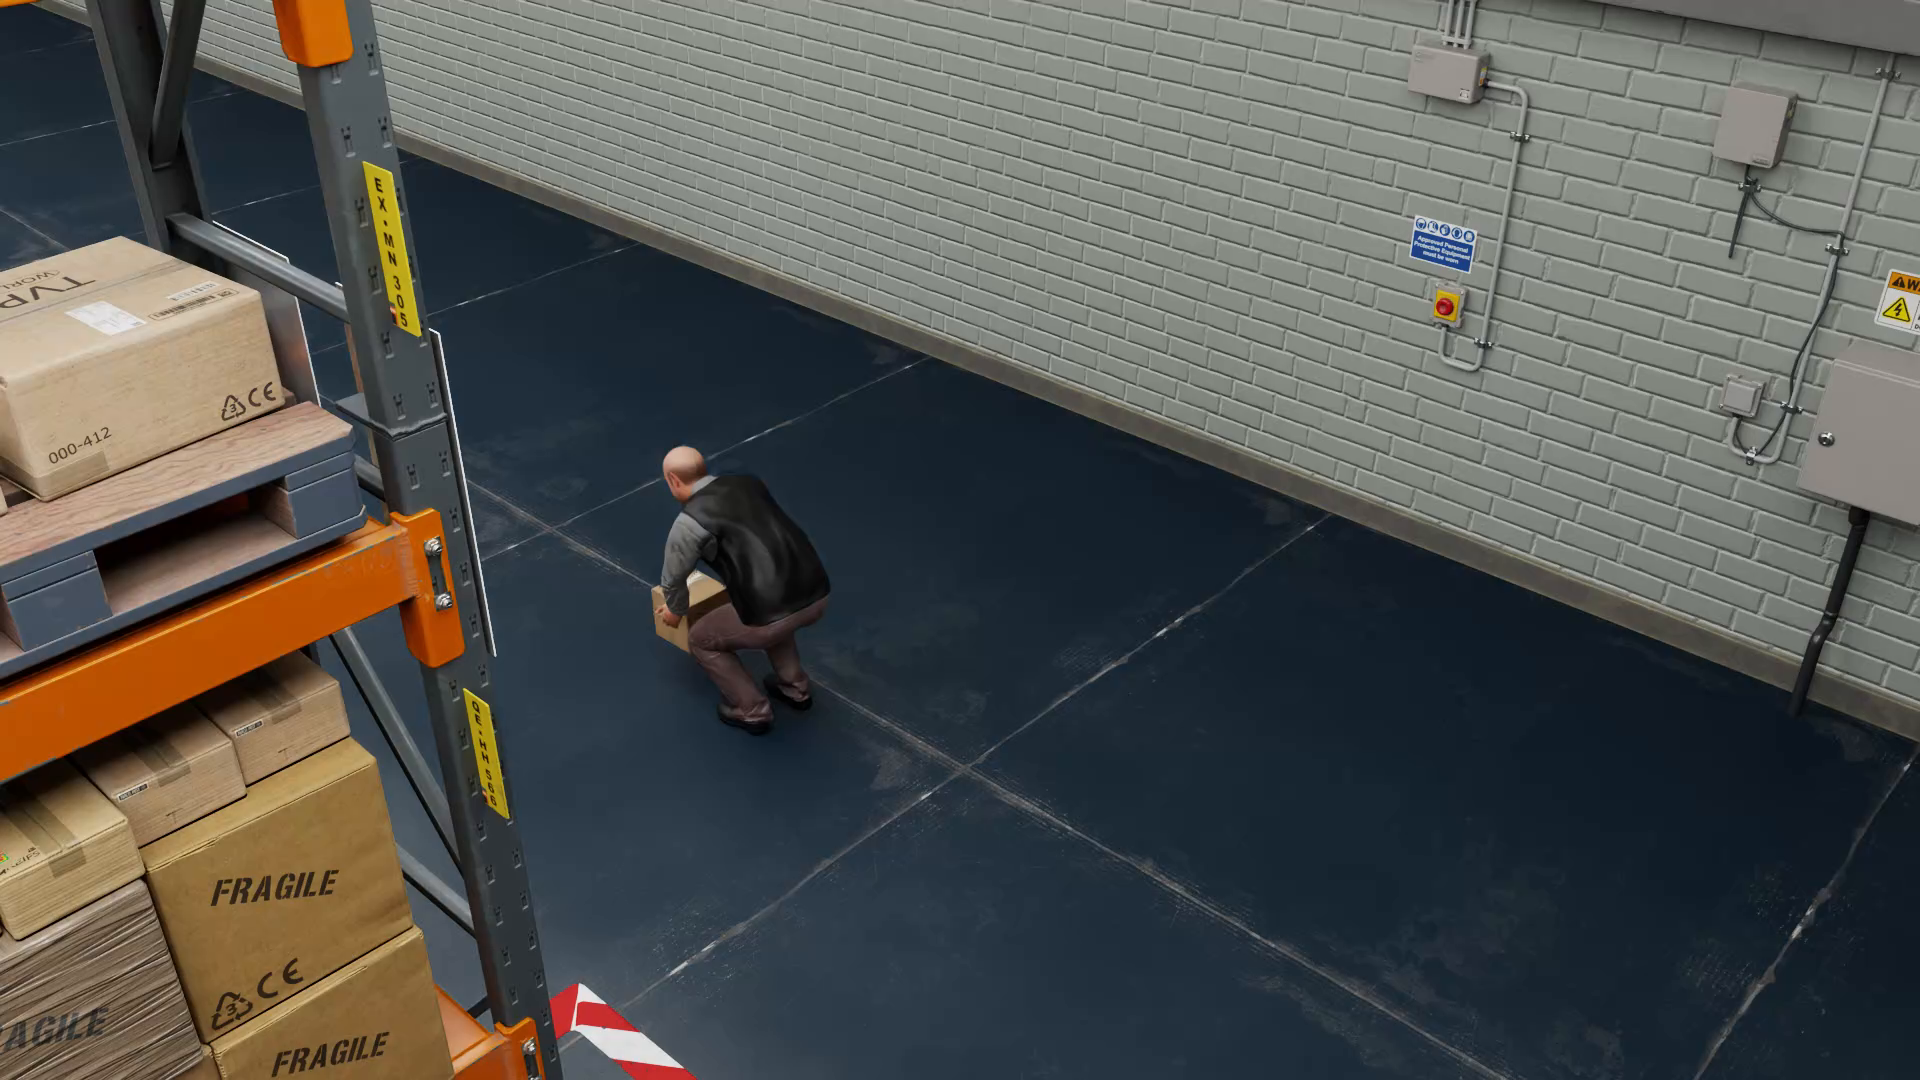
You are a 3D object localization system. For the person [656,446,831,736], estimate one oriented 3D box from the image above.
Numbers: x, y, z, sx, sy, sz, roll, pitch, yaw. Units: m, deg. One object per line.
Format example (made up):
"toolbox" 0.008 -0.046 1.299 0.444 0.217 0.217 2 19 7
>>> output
"person" -0.959 0.234 7.247 0.789 1.232 0.583 25 39 35
